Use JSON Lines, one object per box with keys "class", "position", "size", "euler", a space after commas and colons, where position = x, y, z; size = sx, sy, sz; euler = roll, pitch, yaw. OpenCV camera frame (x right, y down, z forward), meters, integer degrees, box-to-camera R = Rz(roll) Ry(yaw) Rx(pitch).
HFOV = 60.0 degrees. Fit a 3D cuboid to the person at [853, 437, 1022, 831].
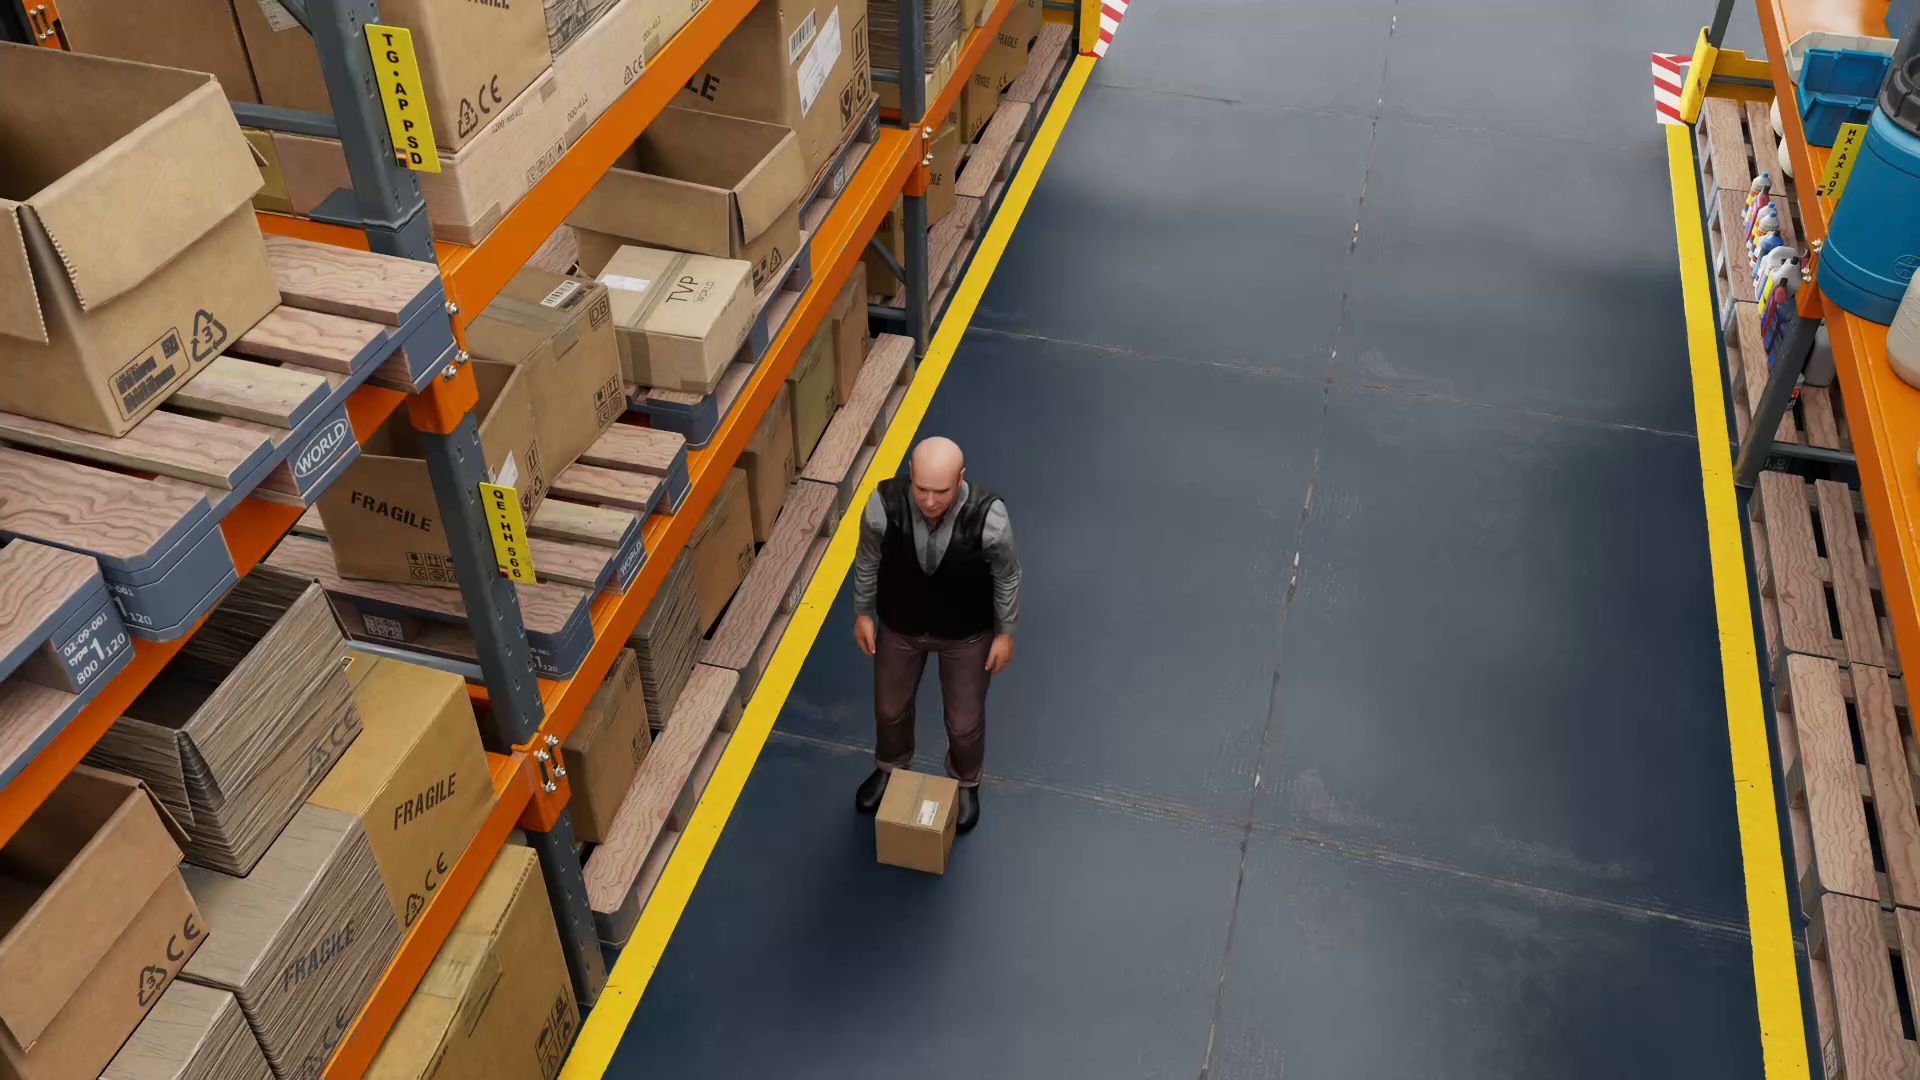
{"class": "person", "position": [-0.084, 0.298, 5.831], "size": [0.589, 1.720, 0.427], "euler": [8, 41, 9]}
